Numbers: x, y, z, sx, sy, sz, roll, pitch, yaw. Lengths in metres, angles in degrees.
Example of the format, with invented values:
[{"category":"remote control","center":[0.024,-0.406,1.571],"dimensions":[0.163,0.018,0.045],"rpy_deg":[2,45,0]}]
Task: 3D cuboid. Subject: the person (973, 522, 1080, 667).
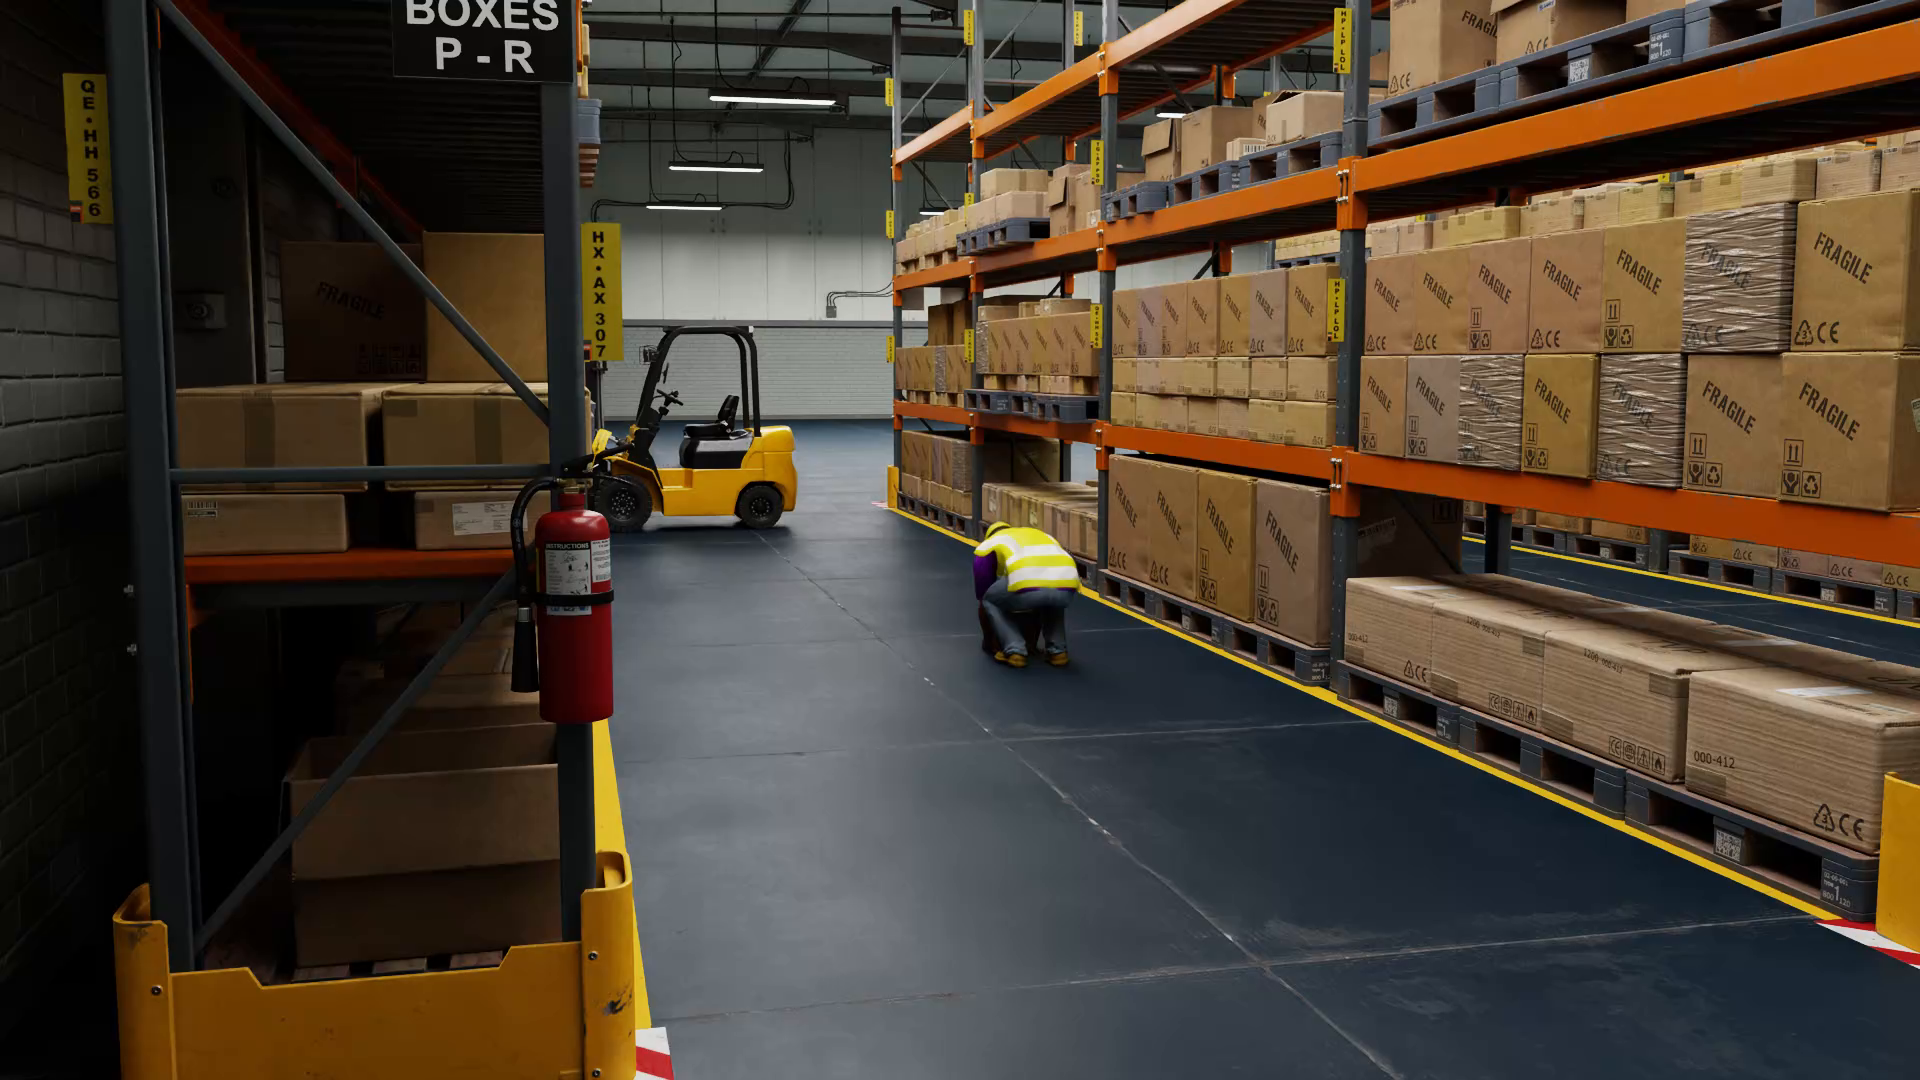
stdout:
[{"category":"person","center":[0.366,0.332,9.965],"dimensions":[0.530,0.810,0.959],"rpy_deg":[-2,6,-15]}]
